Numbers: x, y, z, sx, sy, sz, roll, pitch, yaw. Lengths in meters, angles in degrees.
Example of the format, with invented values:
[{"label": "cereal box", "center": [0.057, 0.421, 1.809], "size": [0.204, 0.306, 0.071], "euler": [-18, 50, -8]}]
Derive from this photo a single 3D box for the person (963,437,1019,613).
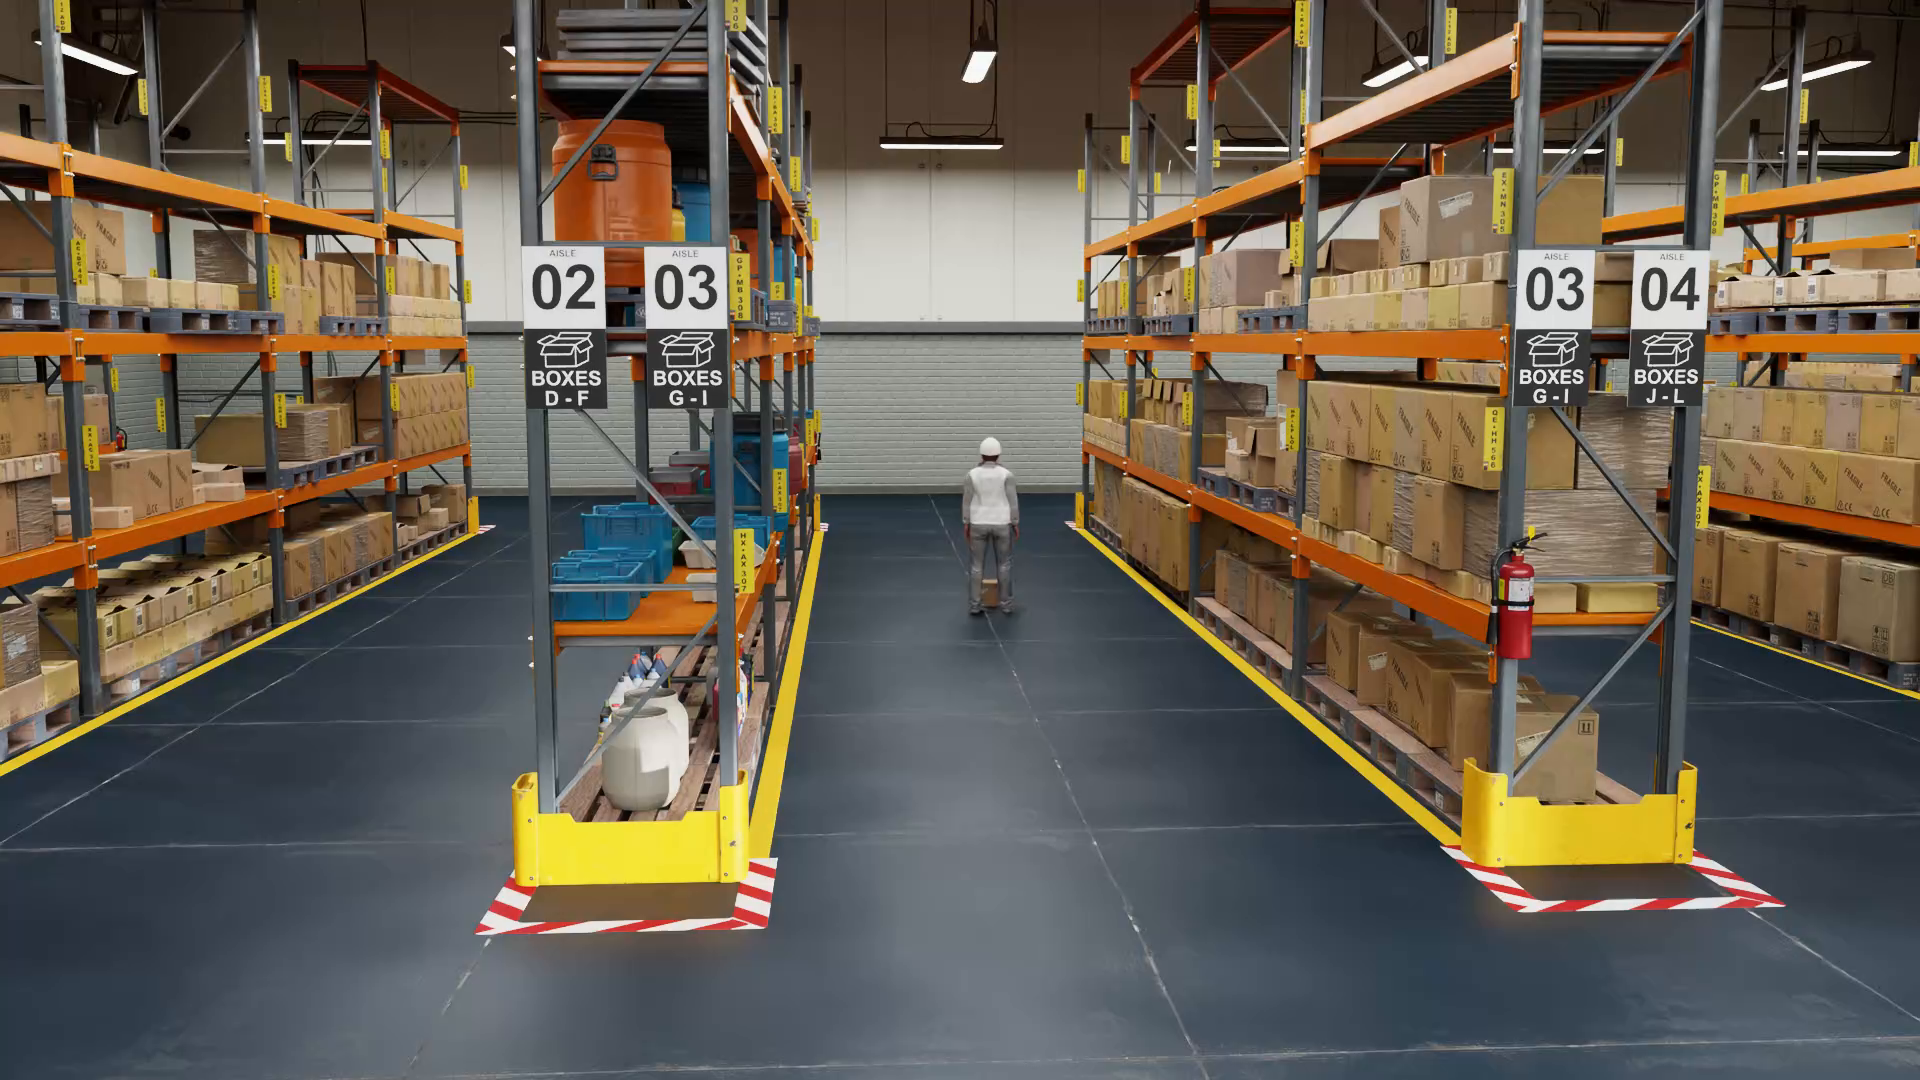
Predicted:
[{"label": "person", "center": [0.312, -0.155, 16.819], "size": [0.567, 1.776, 0.392], "euler": [0, 7, 4]}]
